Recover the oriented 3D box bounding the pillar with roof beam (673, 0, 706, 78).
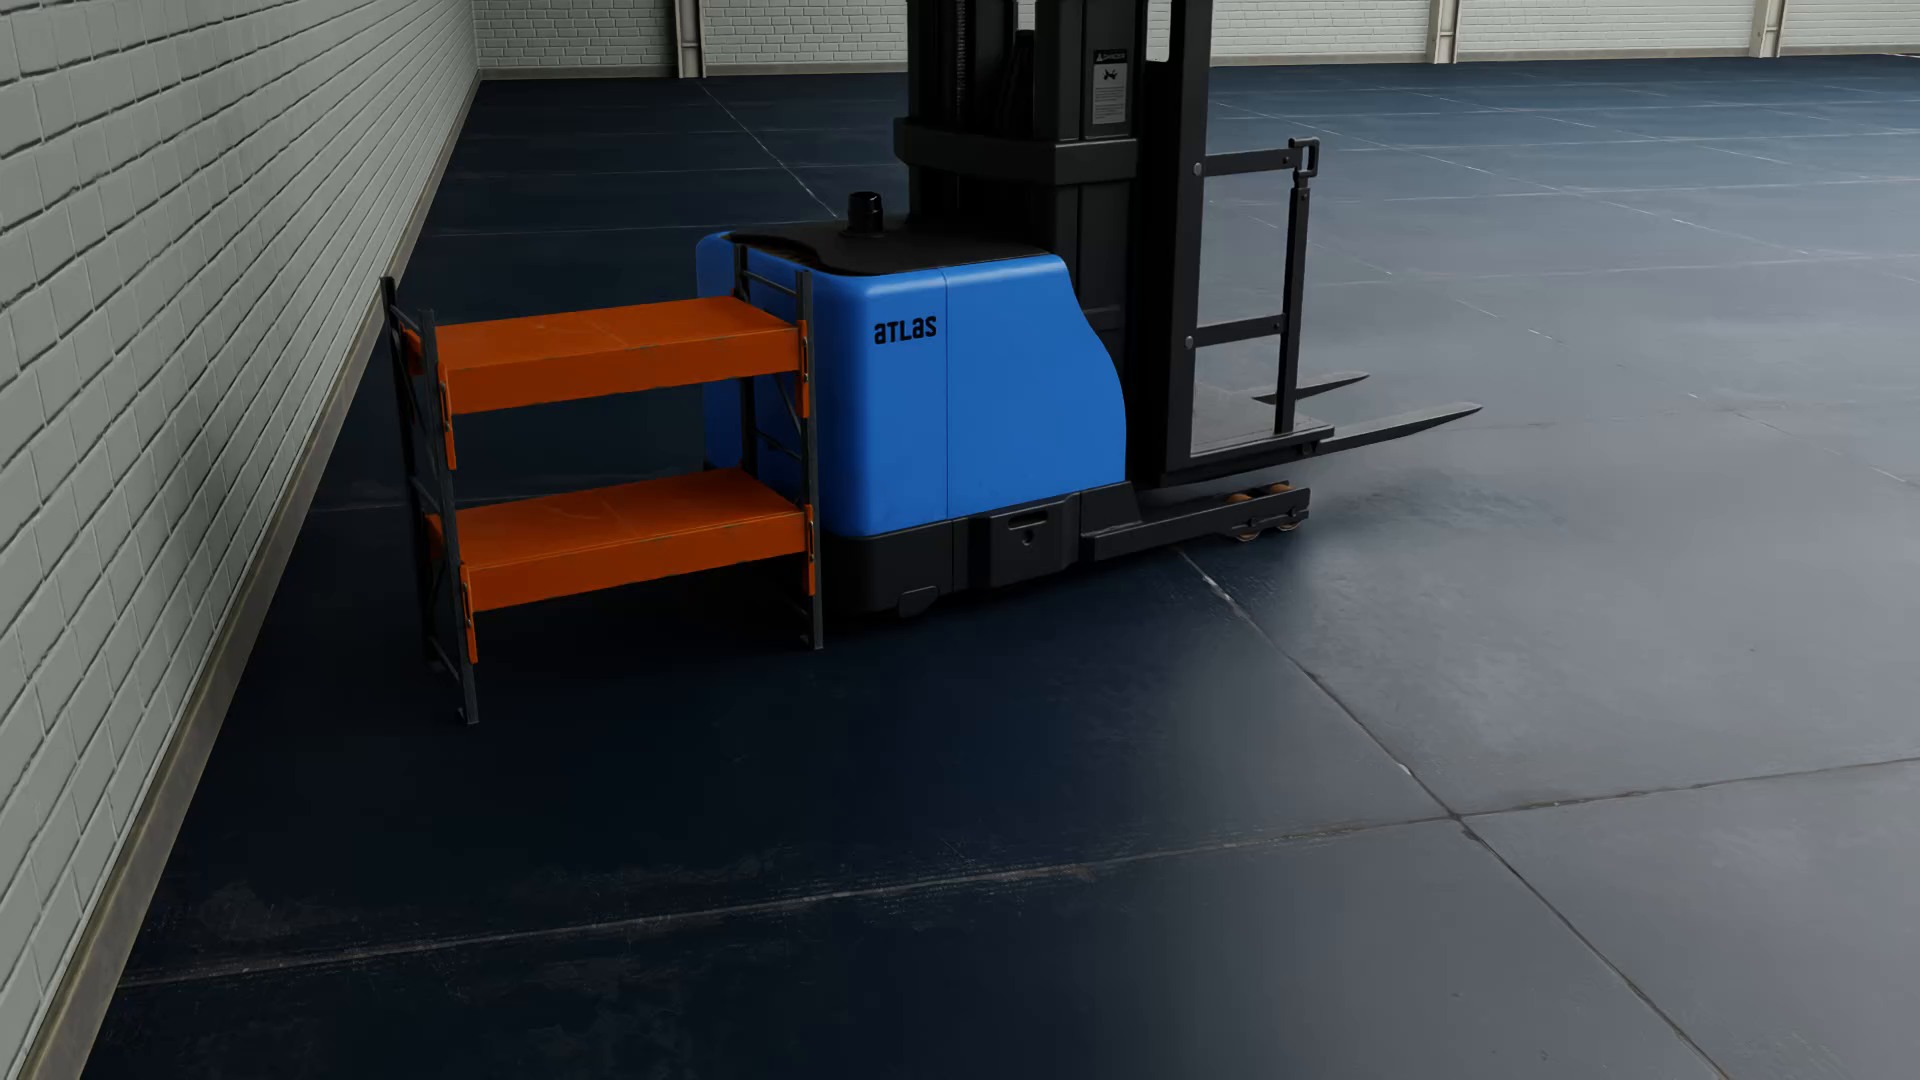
[{"bbox_3d":[-2.924,-9.545,18.788,0.400,9.000,9.100,-5,21,-12],"label":"pillar with roof beam"}]

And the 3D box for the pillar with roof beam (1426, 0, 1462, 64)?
[{"bbox_3d":[8.754,-10.494,21.380,0.400,9.000,9.100,-5,21,-12],"label":"pillar with roof beam"}]

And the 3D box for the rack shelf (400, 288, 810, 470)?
[{"bbox_3d":[-0.984,-0.467,4.604,1.000,0.278,0.538,-11,23,-27],"label":"rack shelf"}]

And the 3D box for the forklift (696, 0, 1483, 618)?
[{"bbox_3d":[0.637,-1.508,5.671,3.031,2.935,1.130,-13,24,-31],"label":"forklift"}]

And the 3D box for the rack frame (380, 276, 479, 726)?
[{"bbox_3d":[-1.427,-0.107,4.472,0.032,1.125,0.500,-11,23,-27],"label":"rack frame"}]

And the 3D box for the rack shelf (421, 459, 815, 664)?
[{"bbox_3d":[-0.984,0.037,4.789,1.000,0.278,0.538,-11,23,-27],"label":"rack shelf"}]

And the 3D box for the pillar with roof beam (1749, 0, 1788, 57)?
[{"bbox_3d":[14.593,-10.969,22.677,0.400,9.000,9.100,-5,21,-12],"label":"pillar with roof beam"}]

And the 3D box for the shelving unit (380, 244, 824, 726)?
[{"bbox_3d":[-0.984,-0.192,4.705,1.048,1.125,0.538,-11,23,-27],"label":"shelving unit"}]

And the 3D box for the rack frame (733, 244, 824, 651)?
[{"bbox_3d":[-0.540,-0.278,4.938,0.032,1.125,0.500,-11,23,-27],"label":"rack frame"}]
